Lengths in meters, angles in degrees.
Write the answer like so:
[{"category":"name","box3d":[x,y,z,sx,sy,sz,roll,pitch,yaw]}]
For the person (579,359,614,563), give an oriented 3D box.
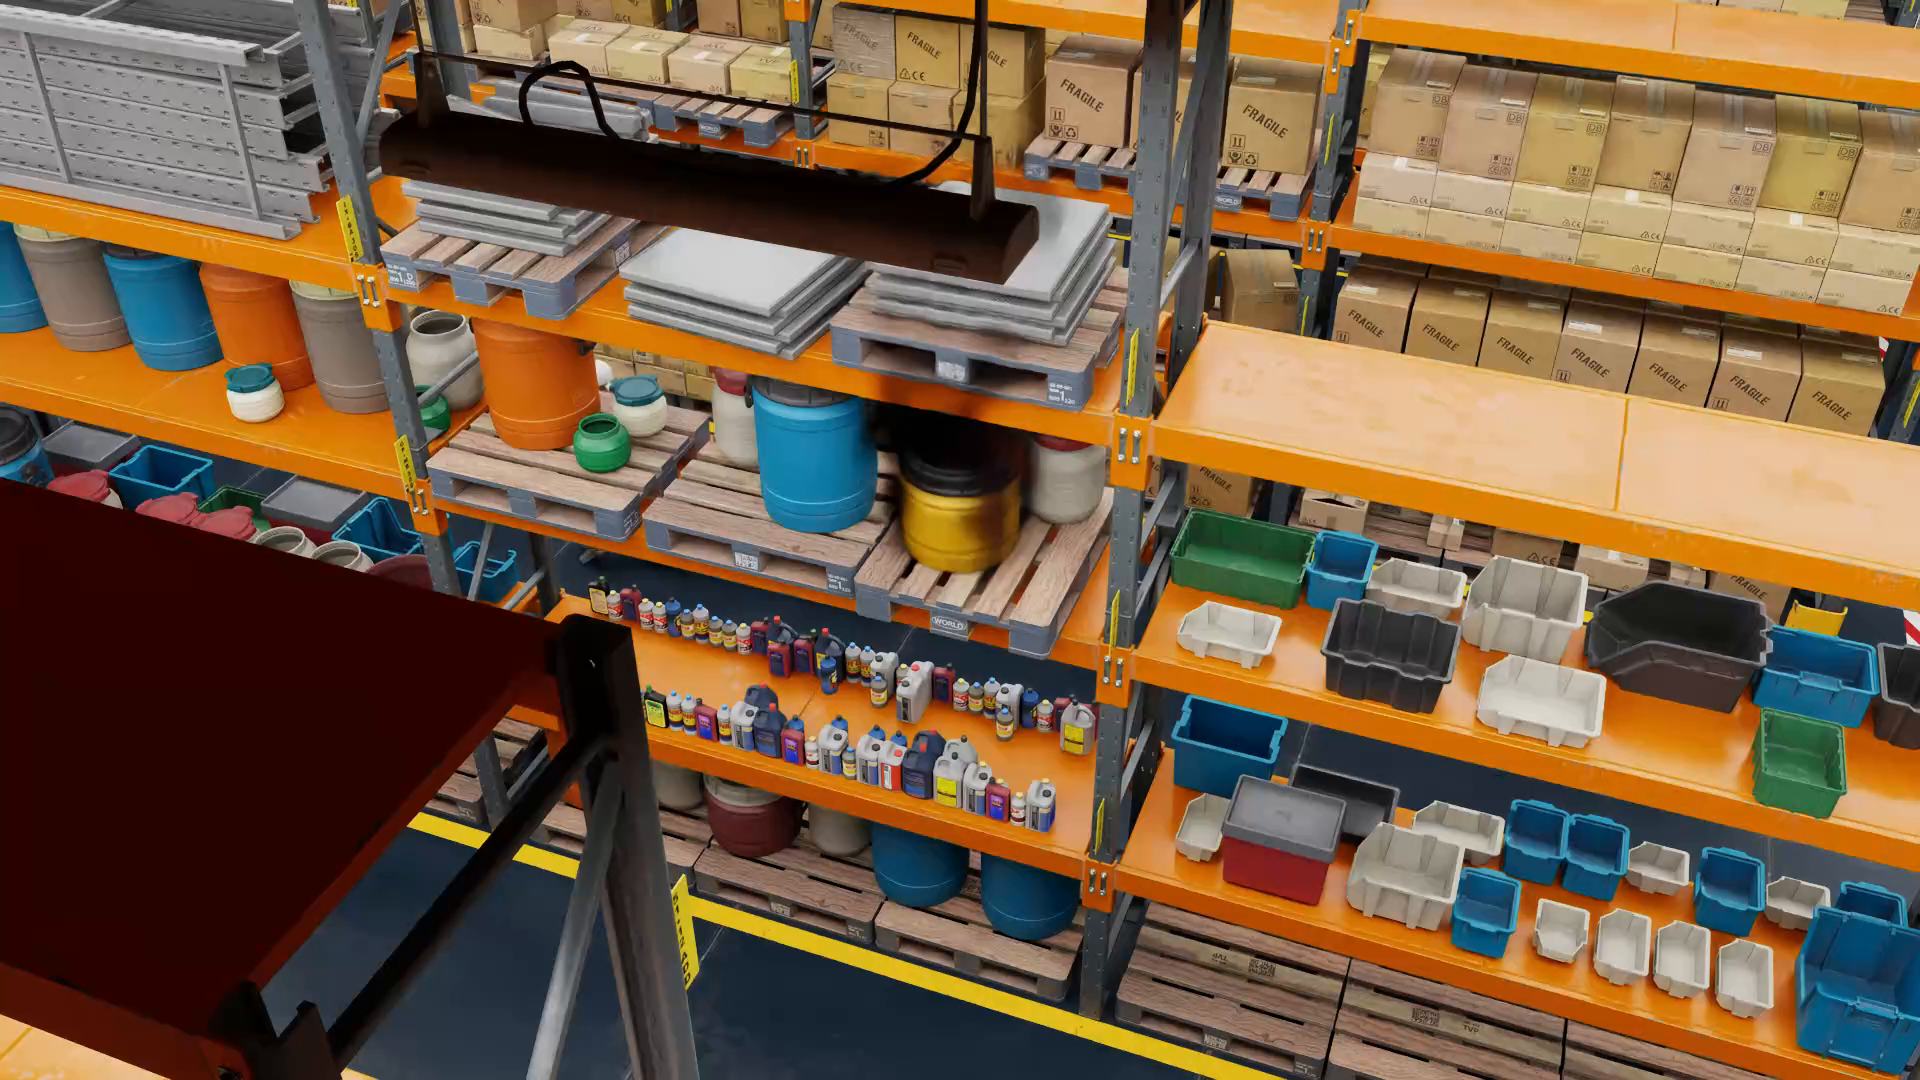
[{"category":"person","box3d":[-2.705,-0.573,12.674,0.762,1.829,0.671,11,38,15]}]
